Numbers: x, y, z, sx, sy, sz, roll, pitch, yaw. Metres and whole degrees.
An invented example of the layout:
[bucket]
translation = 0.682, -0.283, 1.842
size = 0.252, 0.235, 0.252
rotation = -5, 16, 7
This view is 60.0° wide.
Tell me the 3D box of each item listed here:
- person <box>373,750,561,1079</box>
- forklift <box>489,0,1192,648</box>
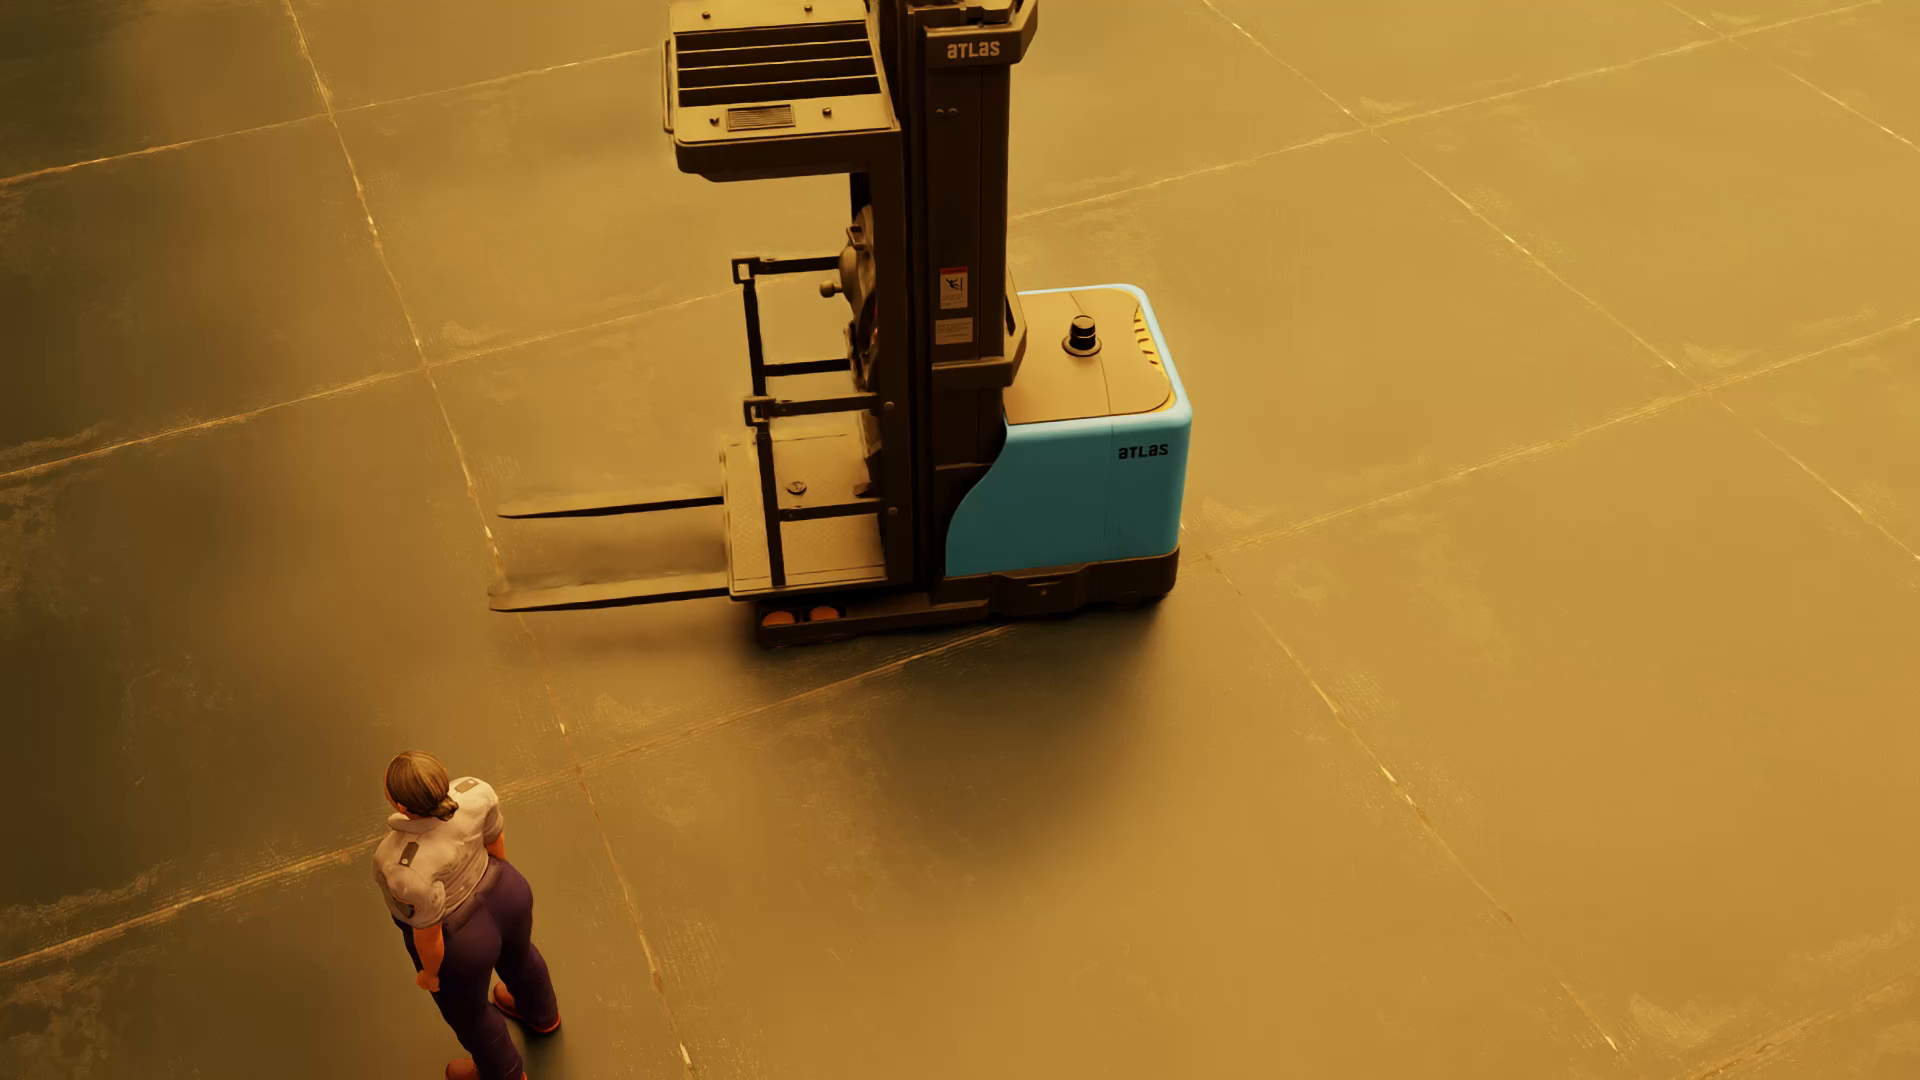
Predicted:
[person]
translation = -1.589, 1.211, 5.328
size = 0.369, 1.651, 0.485
rotation = 15, 45, 15
[forklift]
translation = -0.585, -0.984, 6.735
size = 3.031, 2.935, 1.130
rotation = -6, 43, -6
